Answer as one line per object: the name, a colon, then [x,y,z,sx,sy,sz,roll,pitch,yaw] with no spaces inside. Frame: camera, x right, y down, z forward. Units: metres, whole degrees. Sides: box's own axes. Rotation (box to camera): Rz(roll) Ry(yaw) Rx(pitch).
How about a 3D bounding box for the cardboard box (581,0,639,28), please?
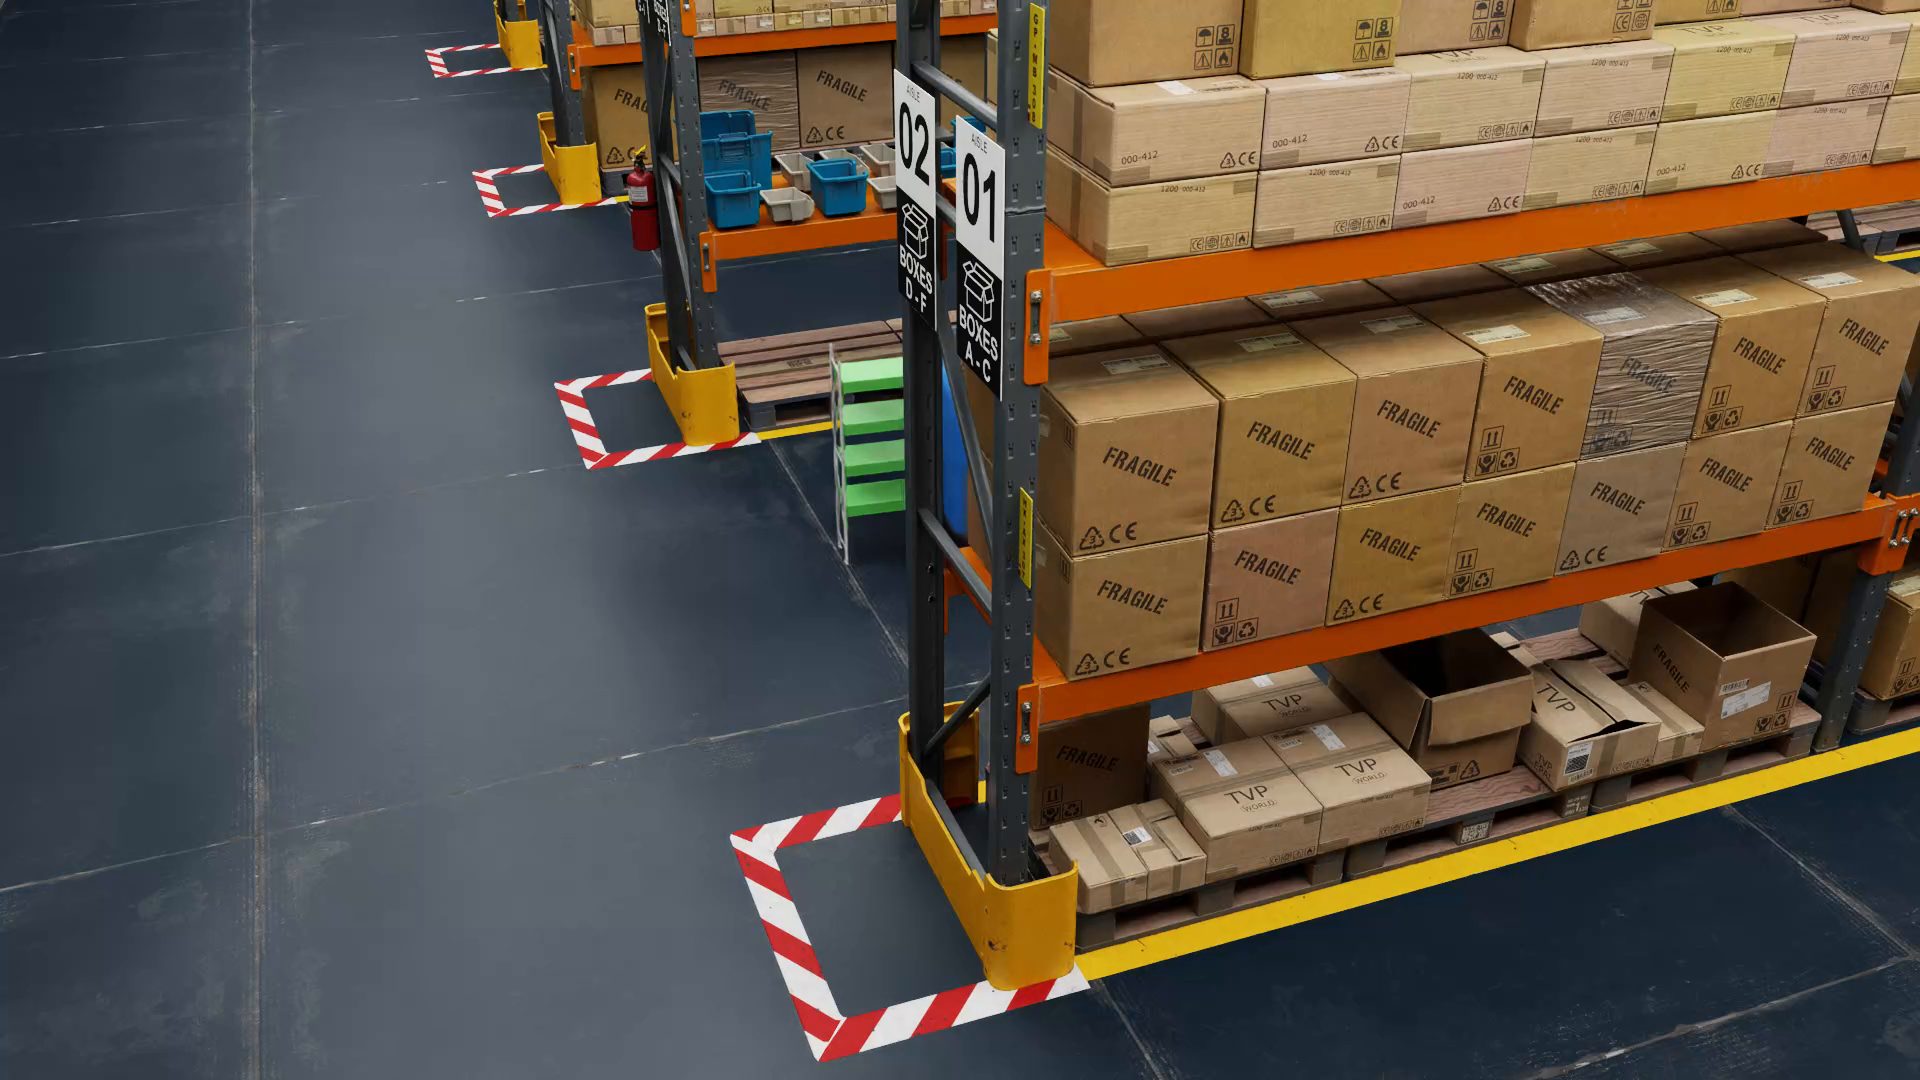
cardboard box: [-2.887,-4.500,13.969,0.500,0.250,0.500,-11,32,-19]

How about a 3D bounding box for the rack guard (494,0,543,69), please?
rack guard: [-4.994,-5.724,18.792,0.348,0.500,1.175,-10,31,-18]

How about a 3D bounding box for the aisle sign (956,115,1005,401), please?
aisle sign: [0.059,-0.863,5.108,0.004,0.787,0.394,-10,31,-18]

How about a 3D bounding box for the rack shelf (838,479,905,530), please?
rack shelf: [-0.404,-0.207,9.016,0.480,0.148,0.258,-7,30,-13]

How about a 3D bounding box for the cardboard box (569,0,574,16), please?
cardboard box: [-4.456,-5.932,18.486,0.250,0.149,0.380,-12,32,-20]

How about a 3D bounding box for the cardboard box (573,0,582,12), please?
cardboard box: [-3.069,-4.749,14.406,0.500,0.250,0.500,-11,31,-18]

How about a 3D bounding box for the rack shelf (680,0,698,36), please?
rack shelf: [0.171,-3.516,10.088,4.000,0.370,1.077,-10,31,-18]

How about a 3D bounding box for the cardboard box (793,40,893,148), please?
cardboard box: [-1.172,-4.196,15.306,0.875,0.875,0.875,-10,31,-18]

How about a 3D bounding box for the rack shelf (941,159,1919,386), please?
rack shelf: [1.895,-1.217,6.053,4.000,0.370,1.077,-10,31,-18]

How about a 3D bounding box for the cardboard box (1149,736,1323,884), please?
cardboard box: [1.097,1.074,6.669,0.500,0.250,0.500,-10,31,-18]

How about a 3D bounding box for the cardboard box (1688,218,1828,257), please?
cardboard box: [3.229,-1.099,7.038,0.500,0.500,0.500,-10,31,-16]

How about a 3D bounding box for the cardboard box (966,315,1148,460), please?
cardboard box: [0.341,-0.564,6.098,0.500,0.500,0.500,-11,31,-18]

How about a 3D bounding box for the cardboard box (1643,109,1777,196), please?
cardboard box: [2.468,-1.431,5.853,0.500,0.250,0.500,-10,31,-18]

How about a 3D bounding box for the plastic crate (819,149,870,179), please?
plastic crate: [-0.726,-2.360,10.568,0.243,0.136,0.396,-10,31,-18]

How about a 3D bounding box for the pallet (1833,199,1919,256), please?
pallet: [7.675,-2.674,13.730,1.213,0.211,1.003,-10,31,-18]

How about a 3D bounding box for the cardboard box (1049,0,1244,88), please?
cardboard box: [0.496,-1.759,5.166,0.500,0.500,0.700,-10,31,-18]

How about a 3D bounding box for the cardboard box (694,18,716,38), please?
cardboard box: [-2.259,-4.412,14.218,0.250,0.149,0.380,-11,31,-18]

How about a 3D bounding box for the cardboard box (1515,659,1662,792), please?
cardboard box: [2.631,0.765,7.149,0.500,0.311,0.500,-10,31,-18]

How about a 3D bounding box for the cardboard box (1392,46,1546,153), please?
cardboard box: [1.530,-1.477,5.429,0.500,0.250,0.500,-10,31,-18]

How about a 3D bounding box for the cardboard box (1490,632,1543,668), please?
cardboard box: [2.493,0.594,7.595,0.250,0.166,0.380,-10,31,-18]

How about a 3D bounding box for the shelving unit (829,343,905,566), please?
shelving unit: [-0.404,-0.471,8.865,0.503,1.200,0.258,-7,30,-13]

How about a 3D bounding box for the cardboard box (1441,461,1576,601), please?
cardboard box: [1.950,-0.141,6.367,0.500,0.500,0.500,-10,31,-17]

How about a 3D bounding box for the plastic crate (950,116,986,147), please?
plastic crate: [0.132,-2.607,10.904,0.300,0.233,0.416,-10,31,-18]

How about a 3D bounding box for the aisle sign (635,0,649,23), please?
aisle sign: [-1.873,-3.433,9.620,0.004,0.787,0.394,-10,31,-18]

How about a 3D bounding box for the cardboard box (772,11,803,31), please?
cardboard box: [-1.542,-4.543,14.448,0.250,0.149,0.380,-11,32,-19]

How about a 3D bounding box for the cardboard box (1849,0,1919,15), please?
cardboard box: [3.327,-2.251,6.030,0.500,0.500,0.700,-10,31,-18]

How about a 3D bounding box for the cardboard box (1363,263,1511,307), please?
cardboard box: [1.780,-0.832,6.568,0.500,0.500,0.500,-9,31,-16]

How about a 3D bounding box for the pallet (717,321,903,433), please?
pallet: [-0.917,-1.093,10.955,1.213,0.211,1.003,-10,31,-18]

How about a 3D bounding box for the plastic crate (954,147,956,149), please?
plastic crate: [0.158,-2.302,10.370,0.300,0.233,0.416,-10,31,-18]

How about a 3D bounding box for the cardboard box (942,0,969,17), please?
cardboard box: [-0.095,-4.810,14.917,0.250,0.149,0.380,-10,31,-17]

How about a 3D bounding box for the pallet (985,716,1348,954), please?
pallet: [0.838,1.179,6.967,1.213,0.211,1.003,-10,31,-18]

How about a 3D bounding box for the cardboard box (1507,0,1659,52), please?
cardboard box: [1.926,-1.985,5.563,0.500,0.500,0.700,-10,31,-18]

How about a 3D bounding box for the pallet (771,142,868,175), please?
pallet: [-1.567,-3.650,15.443,1.213,0.211,1.003,-10,31,-18]

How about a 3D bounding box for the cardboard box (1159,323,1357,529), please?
cardboard box: [1.015,-0.407,5.824,0.500,0.500,0.500,-10,31,-17]

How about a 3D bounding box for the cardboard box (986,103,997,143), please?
cardboard box: [0.410,-1.331,5.677,0.500,0.250,0.500,-10,31,-18]

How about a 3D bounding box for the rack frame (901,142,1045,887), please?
rack frame: [0.020,0.119,6.012,0.127,3.000,1.000,-10,31,-18]

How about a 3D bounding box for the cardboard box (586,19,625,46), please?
cardboard box: [-2.983,-4.277,13.981,0.250,0.149,0.380,-10,31,-17]

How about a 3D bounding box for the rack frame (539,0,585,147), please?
rack frame: [-3.431,-4.478,14.080,0.127,3.000,1.000,-10,31,-18]

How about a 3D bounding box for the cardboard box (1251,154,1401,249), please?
cardboard box: [1.063,-1.171,5.396,0.500,0.250,0.500,-10,31,-18]

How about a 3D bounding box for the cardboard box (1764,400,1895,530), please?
cardboard box: [3.390,-0.410,6.838,0.500,0.500,0.500,-10,31,-17]

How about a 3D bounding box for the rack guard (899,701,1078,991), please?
rack guard: [0.091,1.192,6.654,0.348,0.500,1.175,-10,31,-18]

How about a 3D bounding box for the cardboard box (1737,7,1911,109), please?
cardboard box: [2.938,-1.733,5.877,0.500,0.250,0.500,-10,31,-18]

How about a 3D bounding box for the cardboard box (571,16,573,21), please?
cardboard box: [-4.485,-5.841,18.628,0.250,0.149,0.380,-9,31,-16]

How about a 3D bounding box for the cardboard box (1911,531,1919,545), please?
cardboard box: [4.803,0.255,7.852,0.500,0.500,0.500,-10,31,-17]

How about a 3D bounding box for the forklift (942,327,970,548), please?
forklift: [1.314,-1.442,8.820,3.031,2.935,1.130,-7,30,-13]

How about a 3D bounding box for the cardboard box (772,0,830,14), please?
cardboard box: [-1.442,-4.770,14.444,0.500,0.250,0.500,-11,31,-19]

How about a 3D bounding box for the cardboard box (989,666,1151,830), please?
cardboard box: [0.444,0.805,6.887,0.500,0.500,0.500,-10,31,-18]

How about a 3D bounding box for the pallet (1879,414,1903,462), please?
pallet: [4.556,-0.576,7.424,1.213,0.211,1.003,-10,31,-18]

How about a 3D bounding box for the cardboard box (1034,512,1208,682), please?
cardboard box: [0.528,0.121,5.907,0.500,0.500,0.500,-10,31,-17]

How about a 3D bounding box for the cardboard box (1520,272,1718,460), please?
cardboard box: [2.434,-0.666,6.277,0.500,0.500,0.500,-10,31,-17]

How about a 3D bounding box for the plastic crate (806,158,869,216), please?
plastic crate: [-0.740,-2.137,10.079,0.300,0.233,0.416,-10,31,-18]

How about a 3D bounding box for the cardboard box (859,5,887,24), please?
cardboard box: [-0.818,-4.677,14.683,0.250,0.149,0.380,-10,31,-17]
